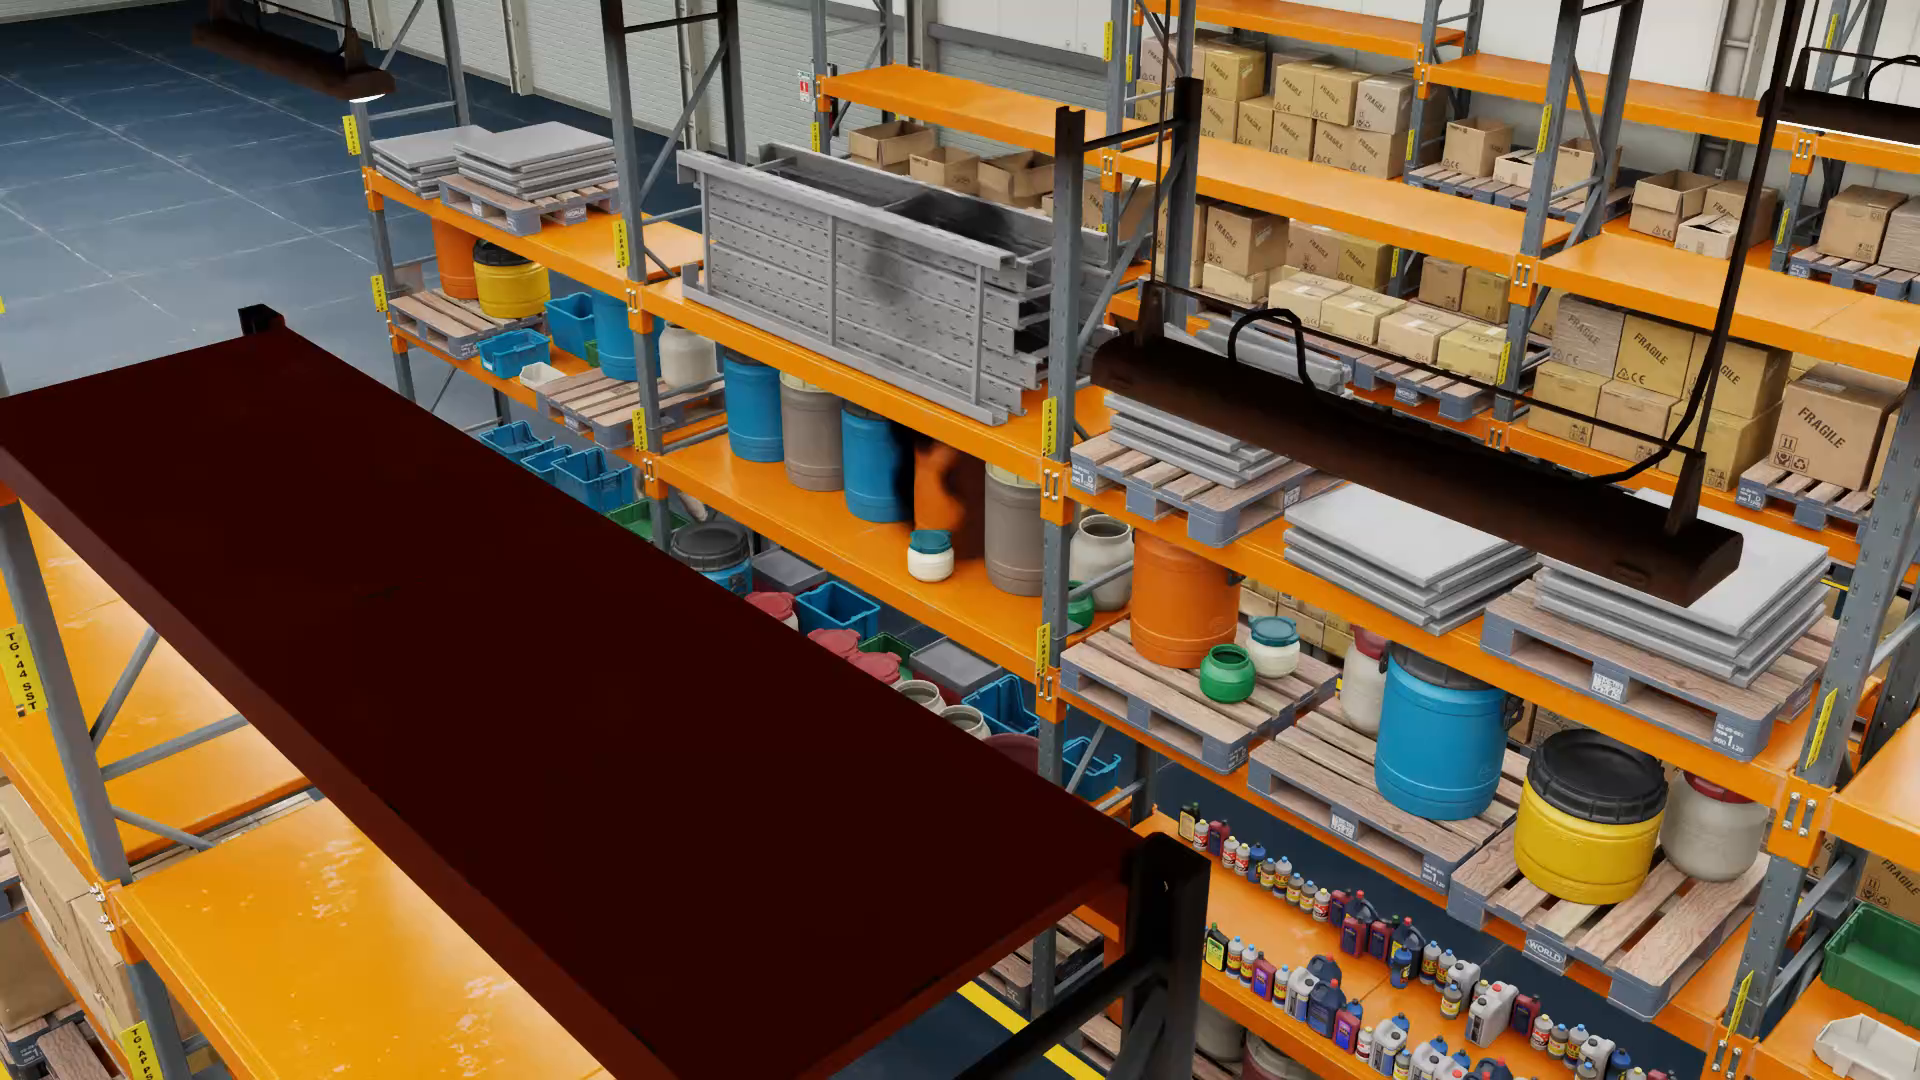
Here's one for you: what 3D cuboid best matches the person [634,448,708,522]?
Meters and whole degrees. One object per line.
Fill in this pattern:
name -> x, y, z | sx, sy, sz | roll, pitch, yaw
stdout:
person -> -2.920, -0.727, 16.493 | 0.925, 1.718, 0.672 | 22, 35, 35
